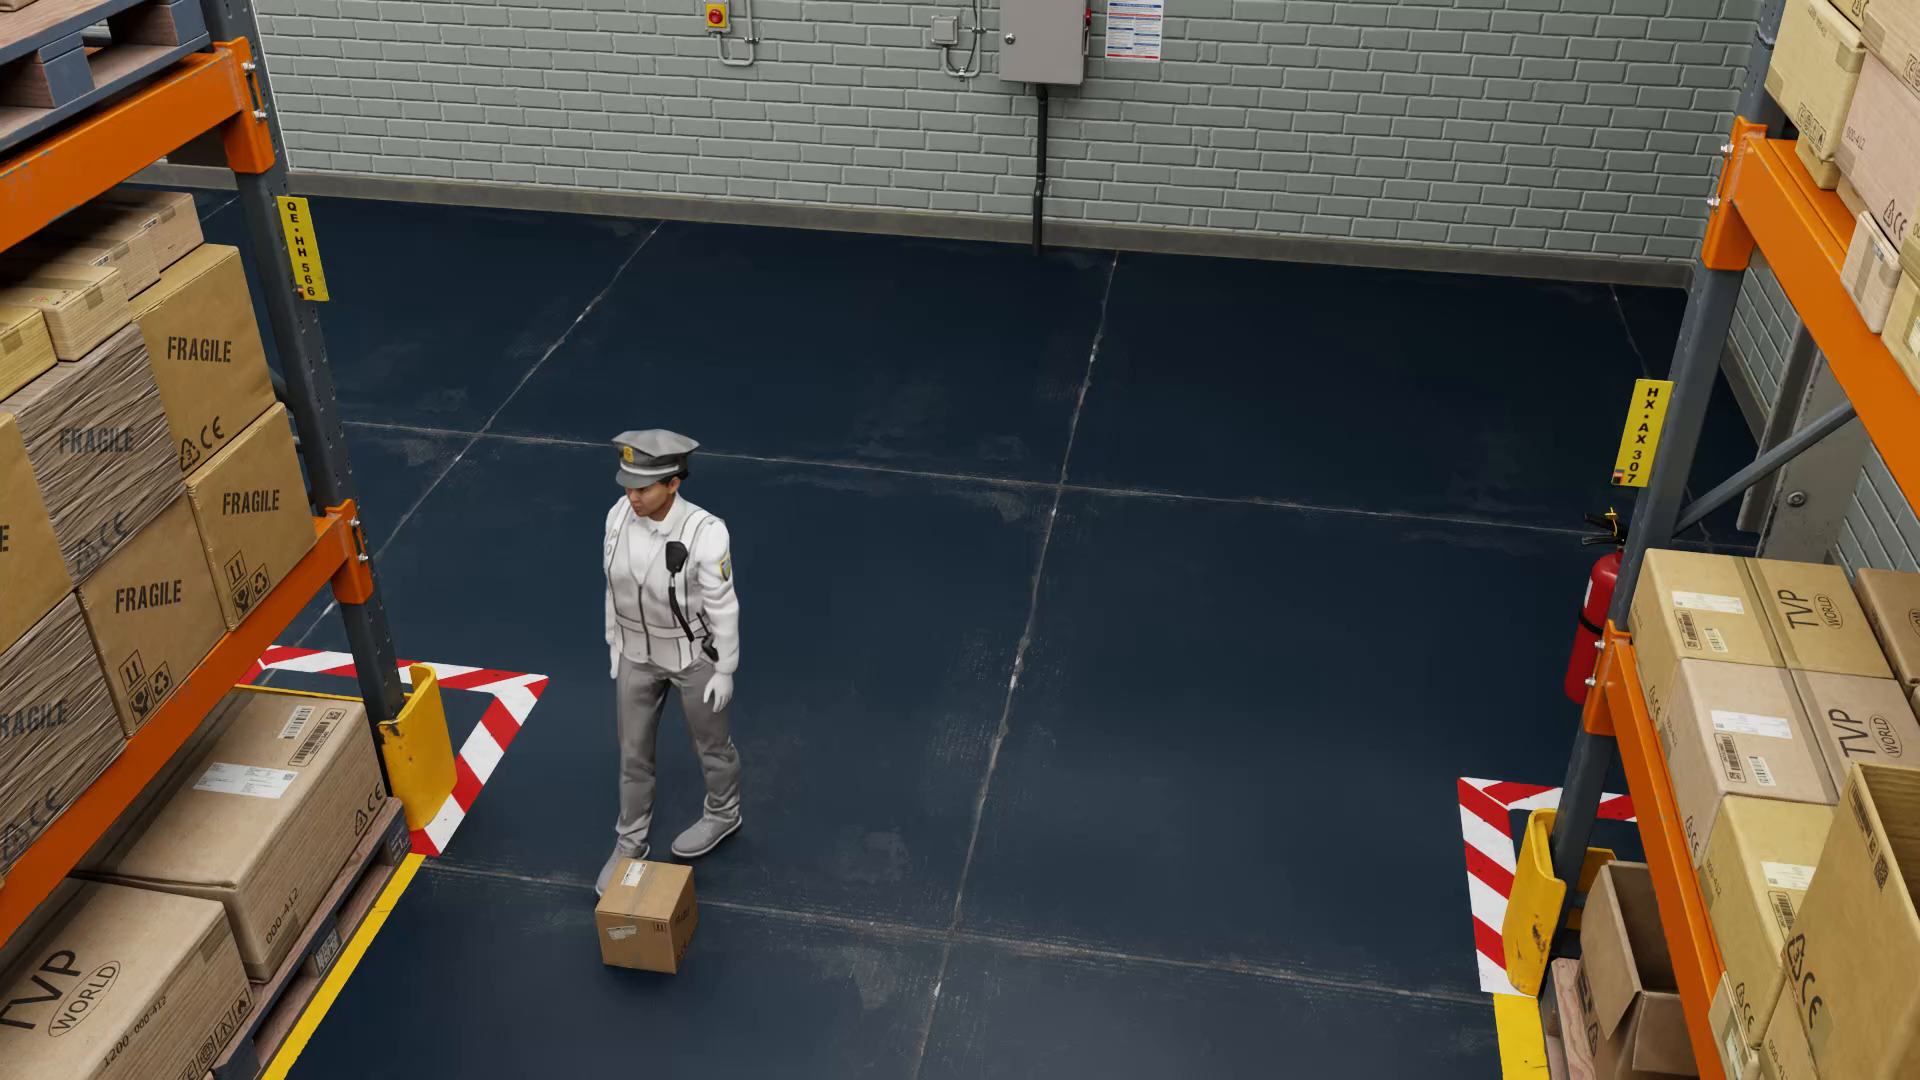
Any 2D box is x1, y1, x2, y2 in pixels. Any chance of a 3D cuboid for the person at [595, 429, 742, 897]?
[{"bbox_3d":[-0.997,0.434,5.436,0.488,1.677,0.545,12,34,18],"label":"person"}]
